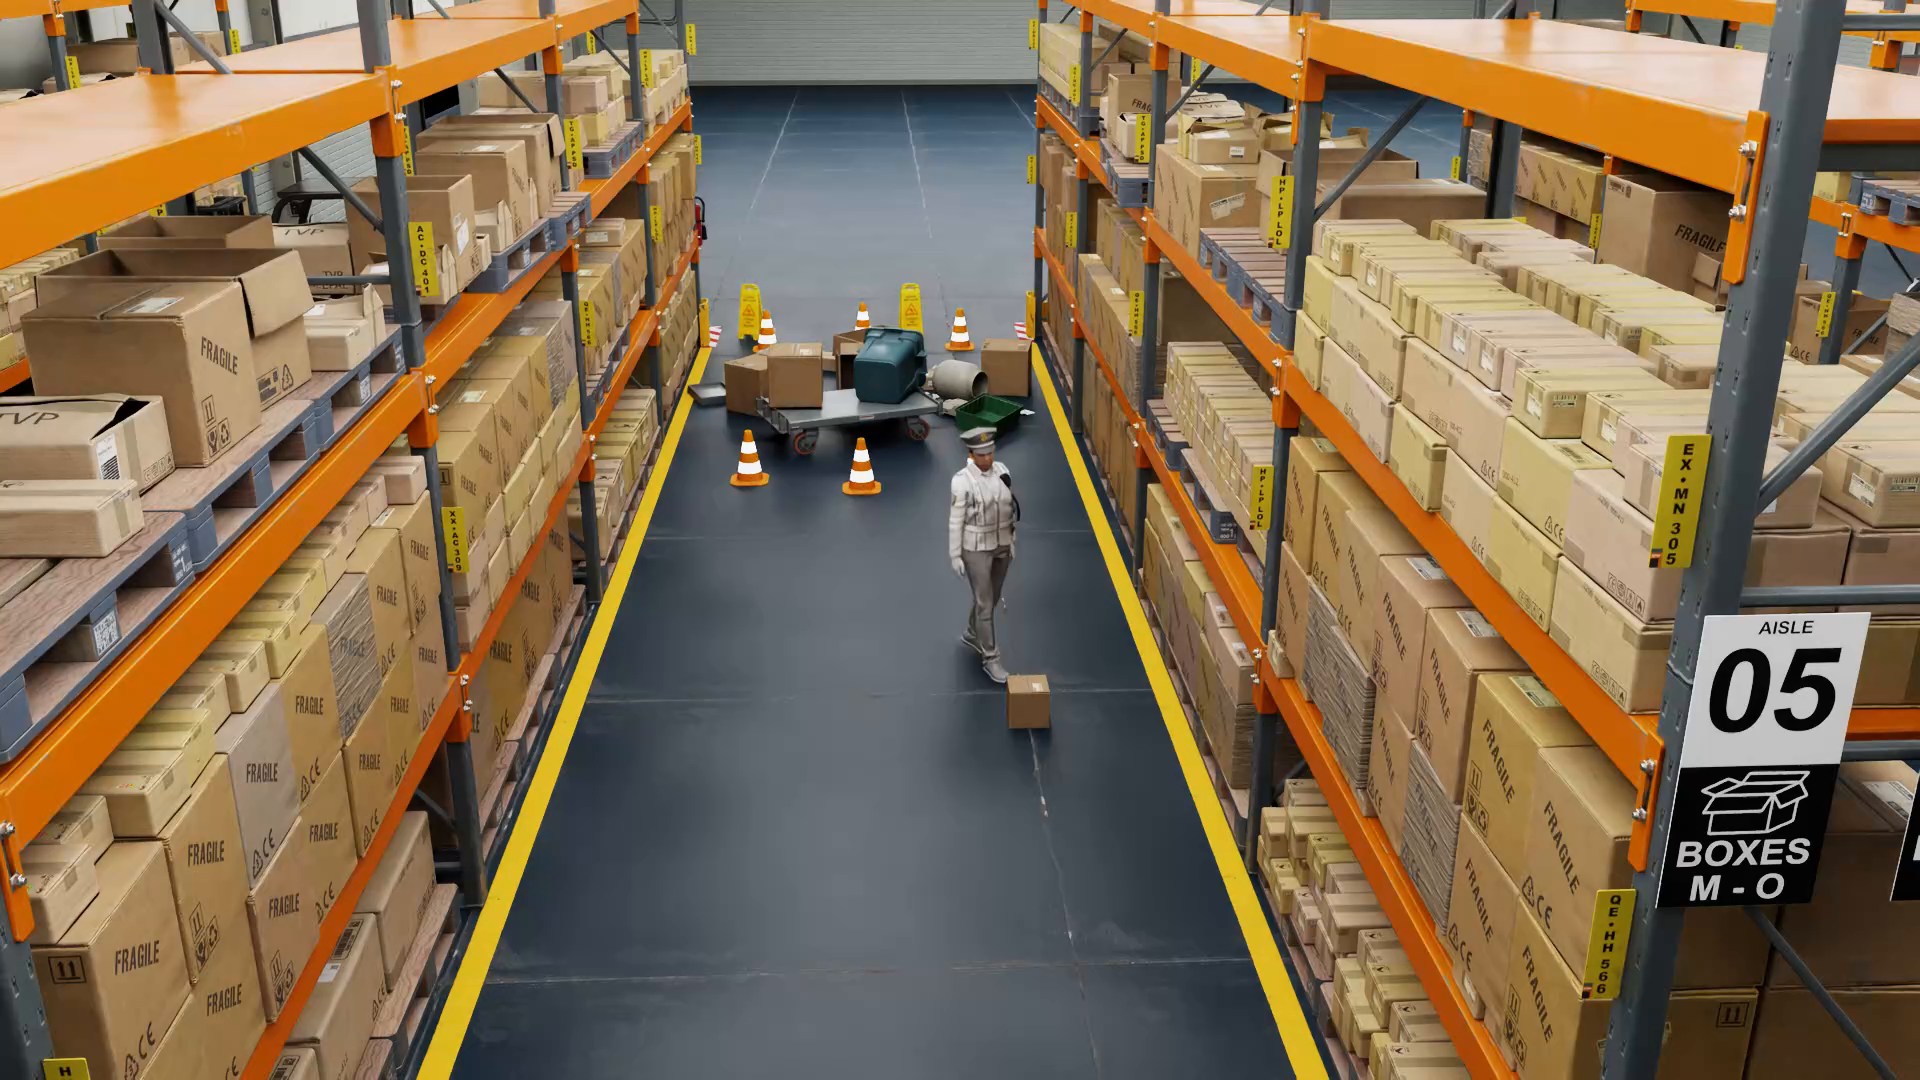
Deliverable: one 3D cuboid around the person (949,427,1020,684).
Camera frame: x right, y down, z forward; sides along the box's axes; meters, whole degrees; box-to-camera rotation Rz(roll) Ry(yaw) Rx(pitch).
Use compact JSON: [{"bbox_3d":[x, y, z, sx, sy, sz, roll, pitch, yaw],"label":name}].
[{"bbox_3d":[0.173,0.069,10.882,0.516,1.657,0.659,-15,25,-35],"label":"person"}]
